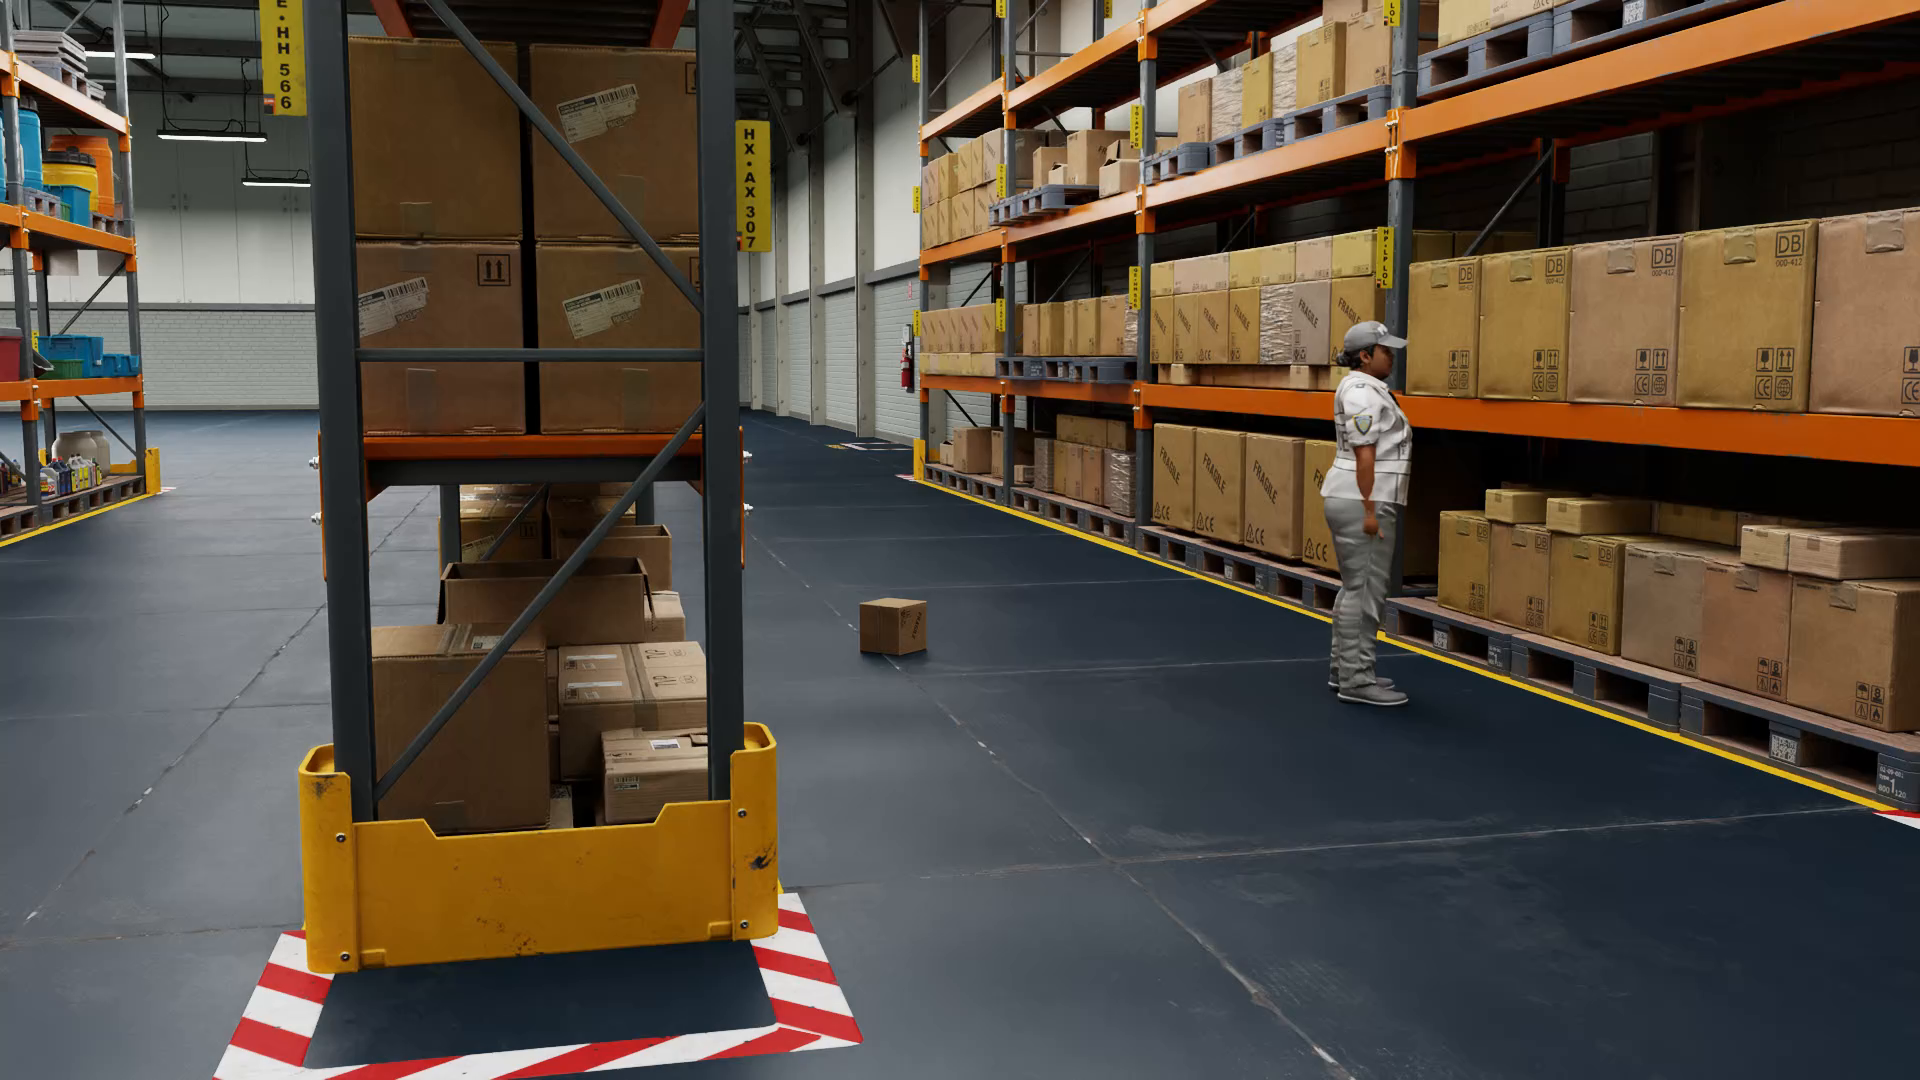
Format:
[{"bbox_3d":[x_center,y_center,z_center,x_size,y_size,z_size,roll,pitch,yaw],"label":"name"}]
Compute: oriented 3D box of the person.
[{"bbox_3d":[1.800,-0.128,7.352,0.392,1.669,0.480,1,6,5],"label":"person"}]
